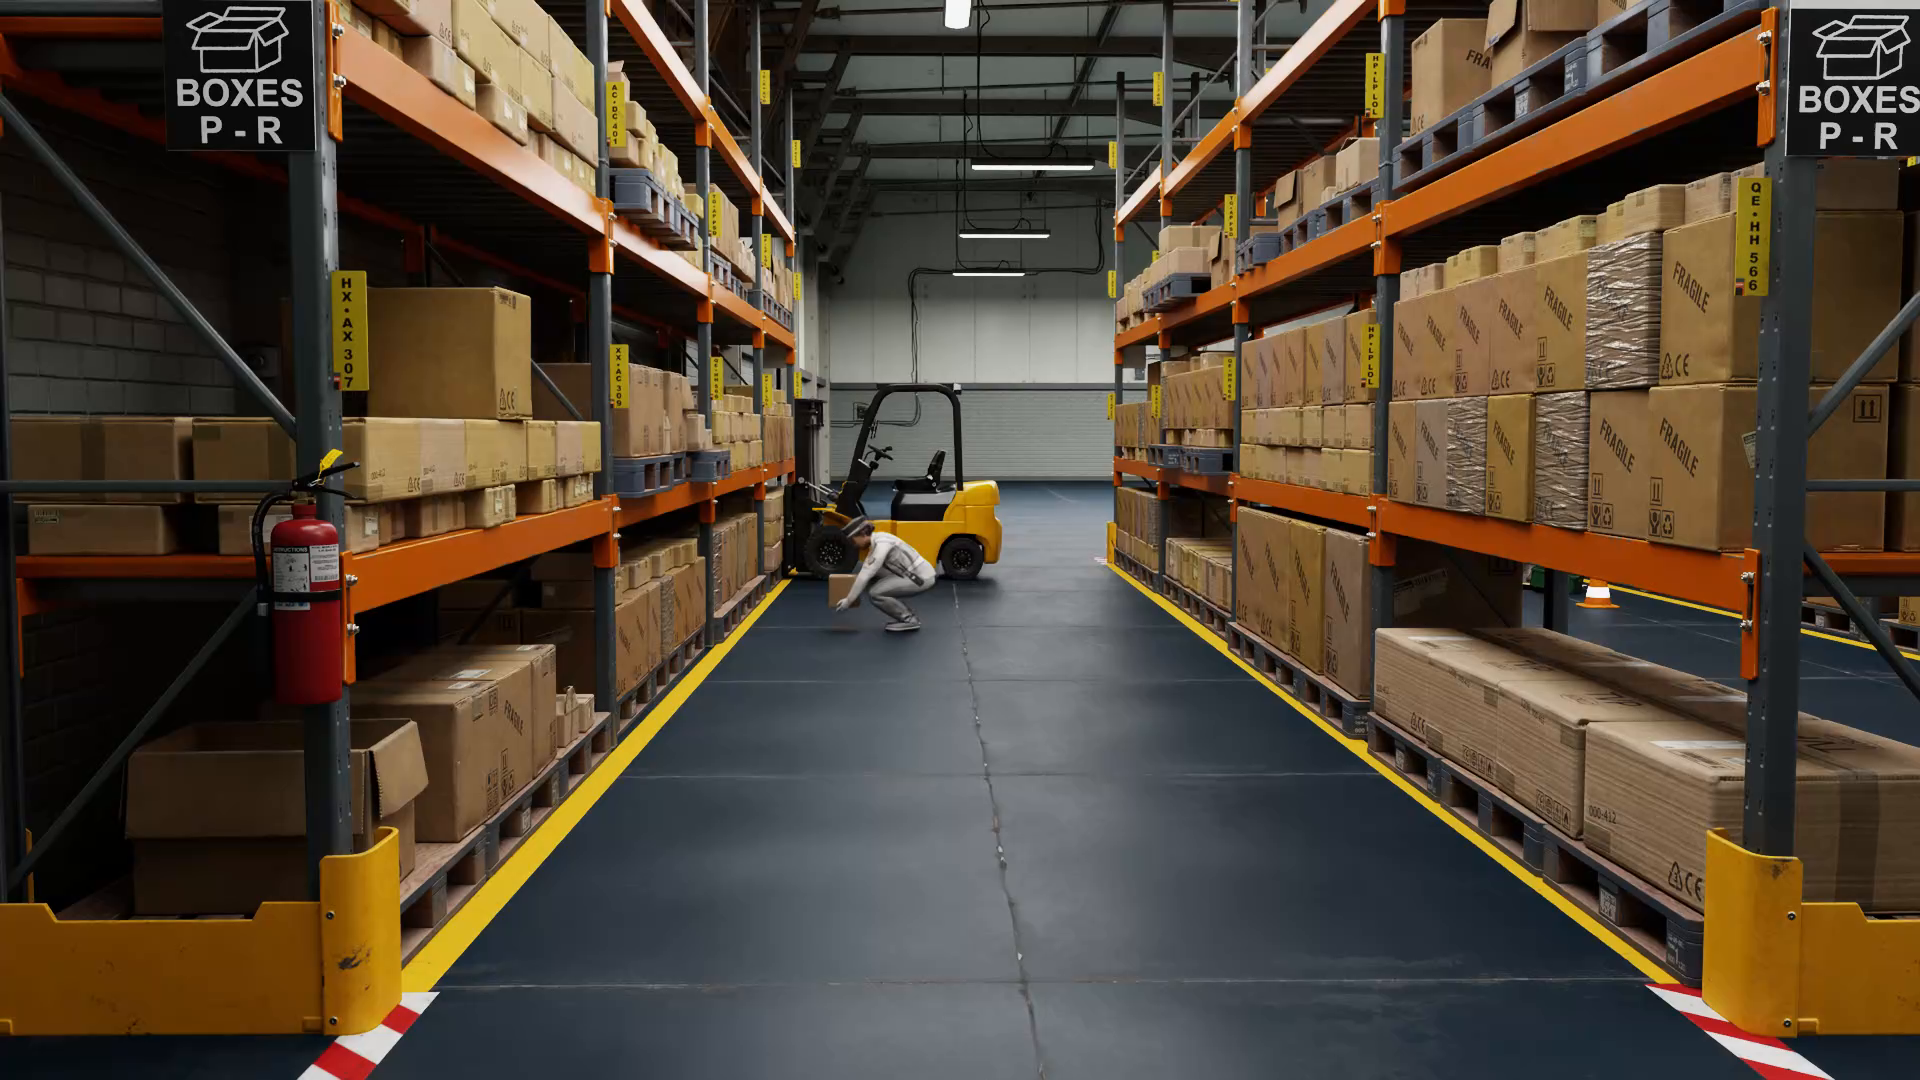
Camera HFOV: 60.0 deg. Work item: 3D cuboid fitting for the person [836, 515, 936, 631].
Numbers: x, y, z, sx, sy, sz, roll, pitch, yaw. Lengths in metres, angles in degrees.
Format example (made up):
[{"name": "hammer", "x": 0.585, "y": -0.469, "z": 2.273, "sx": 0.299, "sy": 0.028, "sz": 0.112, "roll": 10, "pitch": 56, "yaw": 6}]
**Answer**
[{"name": "person", "x": -0.610, "y": 0.271, "z": 13.779, "sx": 0.829, "sy": 0.961, "sz": 0.495, "roll": 0, "pitch": 4, "yaw": -1}]
